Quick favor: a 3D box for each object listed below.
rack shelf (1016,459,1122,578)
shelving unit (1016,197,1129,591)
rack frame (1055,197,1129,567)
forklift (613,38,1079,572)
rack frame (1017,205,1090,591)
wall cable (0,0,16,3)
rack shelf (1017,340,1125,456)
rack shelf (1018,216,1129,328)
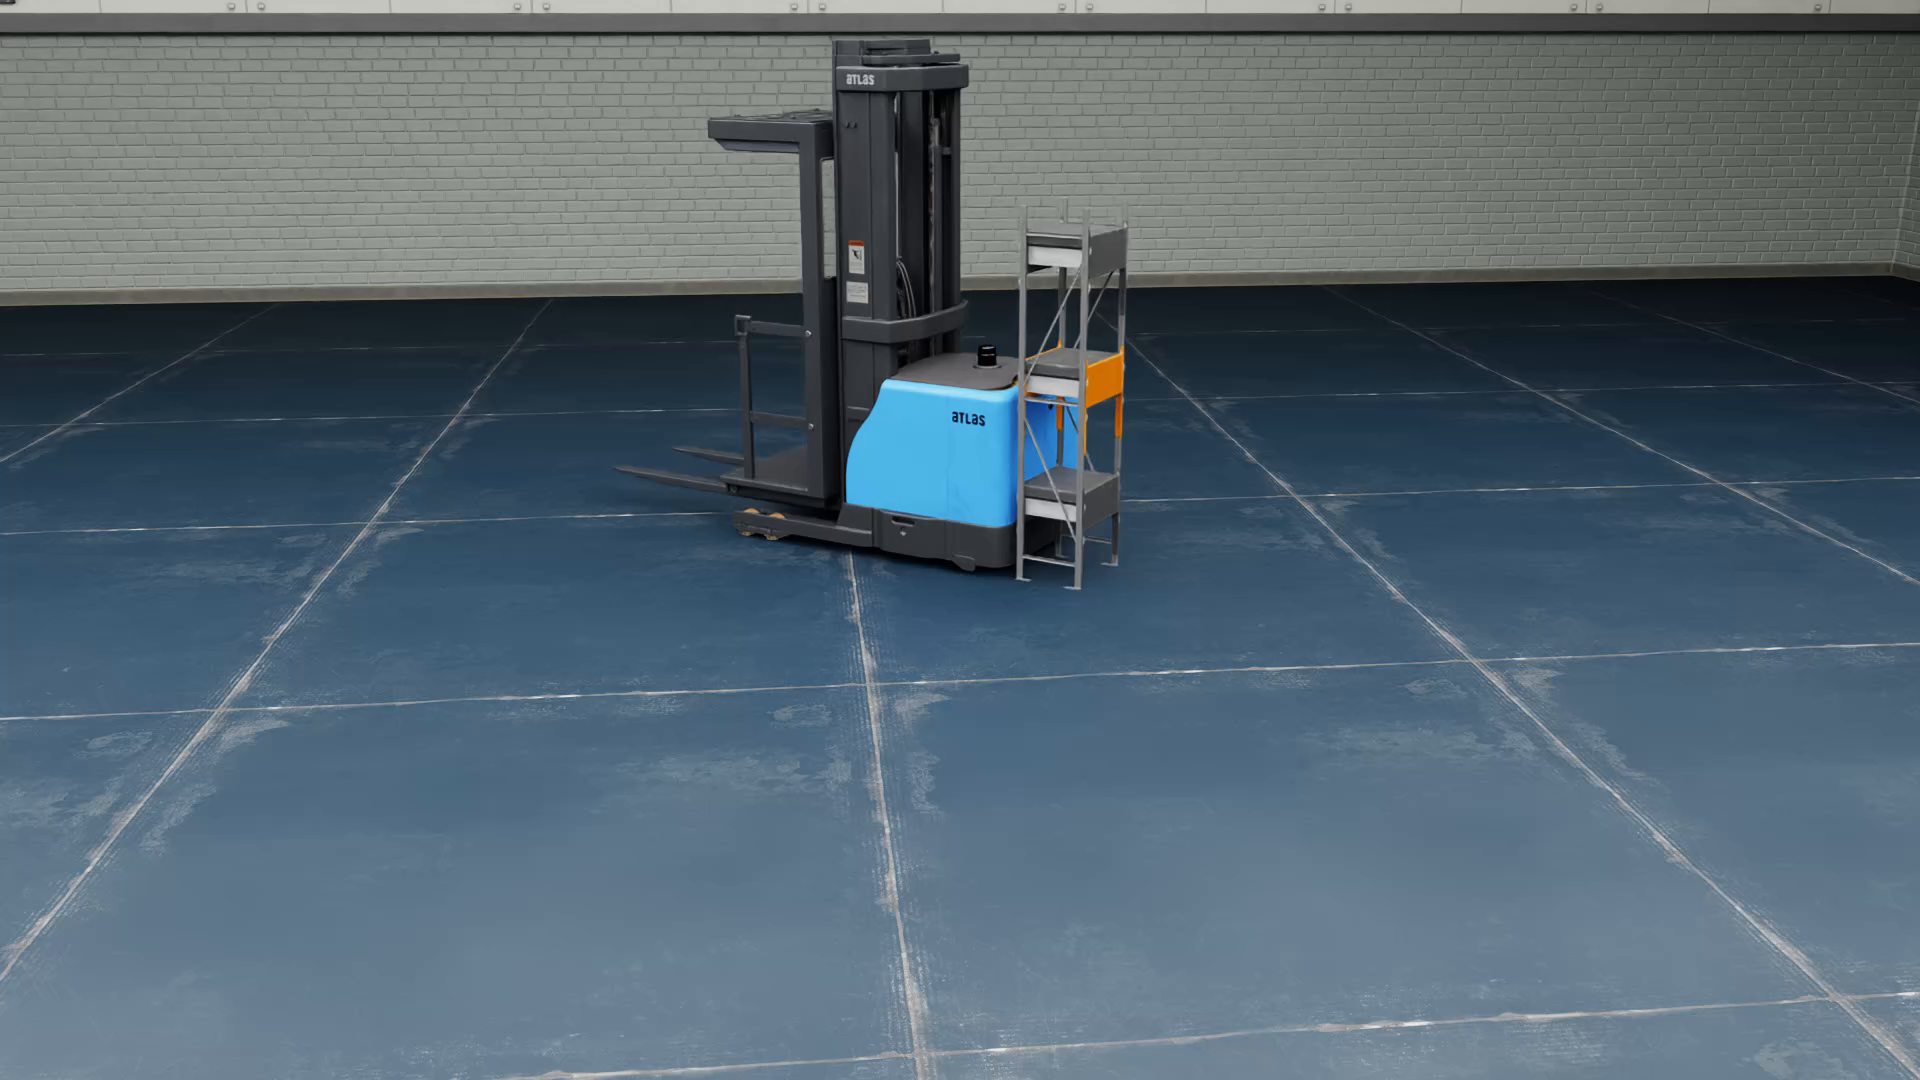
[{"bbox_3d":[0.620,-0.130,9.467,0.431,0.518,0.480,10,20,28],"label":"rack shelf"},{"bbox_3d":[0.620,-0.810,9.253,0.431,2.100,0.503,10,20,28],"label":"shelving unit"},{"bbox_3d":[0.741,-0.874,9.455,0.400,2.100,0.015,10,20,28],"label":"rack frame"},{"bbox_3d":[-0.810,-1.521,10.127,3.031,2.935,1.130,10,20,28],"label":"forklift"},{"bbox_3d":[0.499,-0.747,9.051,0.400,2.100,0.015,10,20,28],"label":"rack frame"},{"bbox_3d":[-9.132,-8.546,16.697,2.305,6.003,0.169,-2,18,-6],"label":"wall cable"},{"bbox_3d":[0.620,-0.797,9.257,0.431,0.518,0.480,10,20,28],"label":"rack shelf"},{"bbox_3d":[0.620,-1.465,9.047,0.431,0.518,0.480,10,20,28],"label":"rack shelf"}]
